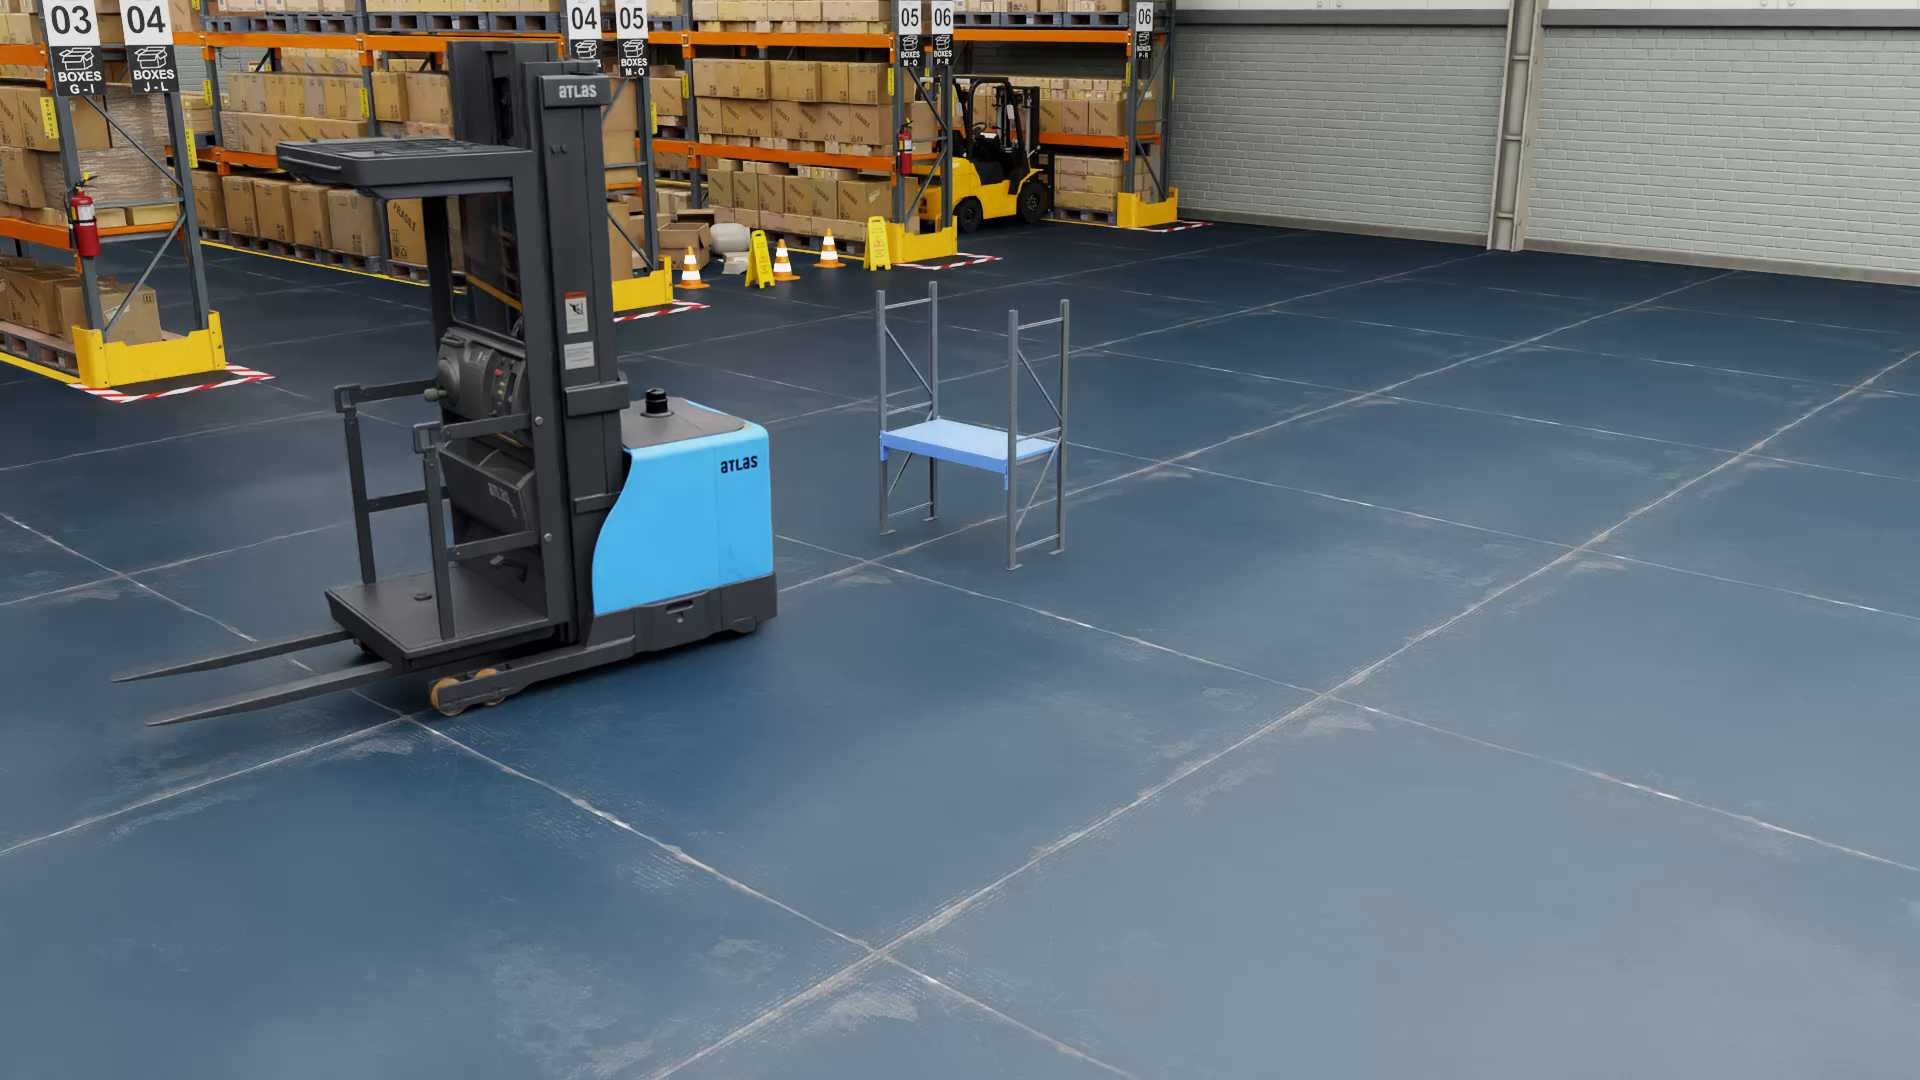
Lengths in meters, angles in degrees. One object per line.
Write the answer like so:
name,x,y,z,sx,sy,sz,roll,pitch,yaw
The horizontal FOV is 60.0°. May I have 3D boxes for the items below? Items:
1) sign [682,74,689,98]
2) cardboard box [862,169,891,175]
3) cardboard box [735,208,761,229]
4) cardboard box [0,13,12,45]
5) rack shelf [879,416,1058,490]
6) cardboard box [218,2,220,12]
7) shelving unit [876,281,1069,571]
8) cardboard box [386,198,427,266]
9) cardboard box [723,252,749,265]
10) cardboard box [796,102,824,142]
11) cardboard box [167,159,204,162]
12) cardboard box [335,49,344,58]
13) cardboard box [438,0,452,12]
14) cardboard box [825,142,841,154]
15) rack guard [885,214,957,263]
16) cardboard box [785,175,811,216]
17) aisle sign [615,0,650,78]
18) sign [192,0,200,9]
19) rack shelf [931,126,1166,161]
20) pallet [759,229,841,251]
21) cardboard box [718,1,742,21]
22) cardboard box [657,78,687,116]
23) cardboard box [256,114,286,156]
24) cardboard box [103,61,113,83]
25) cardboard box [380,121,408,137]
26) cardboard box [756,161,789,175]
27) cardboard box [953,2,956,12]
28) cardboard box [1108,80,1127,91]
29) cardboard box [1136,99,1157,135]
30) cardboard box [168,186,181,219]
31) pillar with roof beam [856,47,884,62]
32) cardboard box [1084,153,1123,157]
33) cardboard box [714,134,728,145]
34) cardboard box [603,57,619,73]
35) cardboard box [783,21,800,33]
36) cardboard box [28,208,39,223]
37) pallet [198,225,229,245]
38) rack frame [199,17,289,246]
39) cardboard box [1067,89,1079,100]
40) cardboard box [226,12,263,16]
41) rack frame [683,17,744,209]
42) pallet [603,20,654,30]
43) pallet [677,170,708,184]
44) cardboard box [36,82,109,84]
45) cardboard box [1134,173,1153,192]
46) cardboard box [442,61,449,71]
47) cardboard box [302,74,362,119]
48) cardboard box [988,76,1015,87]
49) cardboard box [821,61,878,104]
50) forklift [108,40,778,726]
sign,-3.830,-6.336,23.204,0.005,0.325,0.100,15,23,39
cardboard box,-1.145,-6.363,28.433,0.625,0.625,0.875,15,23,39
cardboard box,-2.795,-4.516,23.234,0.500,0.250,0.500,17,24,42
cardboard box,-7.955,-4.363,14.189,0.500,0.250,0.500,15,23,40
rack shelf,0.064,-0.526,9.885,1.000,0.185,0.538,15,23,39
cardboard box,-9.522,-7.028,21.896,0.250,0.149,0.380,14,22,37
shelving unit,0.064,-0.698,9.831,1.048,1.500,0.538,15,23,39
cardboard box,-6.250,-3.816,19.995,0.875,0.875,0.875,15,23,40
cardboard box,-2.793,-3.555,21.067,0.380,0.149,0.250,-6,18,-18
cardboard box,-1.804,-5.546,21.973,0.500,0.500,0.500,15,23,39
cardboard box,-11.557,-5.544,24.821,0.500,0.250,0.500,16,24,42
cardboard box,-10.803,-8.611,29.396,0.250,0.149,0.380,14,23,38
cardboard box,-5.490,-5.873,18.255,0.250,0.149,0.380,15,23,40
cardboard box,-1.547,-5.141,21.769,0.250,0.149,0.380,16,23,40
rack guard,-0.529,-3.931,21.673,0.348,0.500,1.175,15,23,39
cardboard box,-2.010,-4.663,22.459,0.500,0.500,0.500,14,23,38
aisle sign,-3.430,-5.260,17.430,0.004,0.787,0.394,15,23,39
sign,-10.027,-7.127,21.798,0.005,0.325,0.100,15,23,39
rack shelf,1.324,-6.290,26.162,4.000,0.370,1.077,15,23,39
pallet,-2.021,-4.210,23.028,1.213,0.211,1.003,15,23,39
cardboard box,-2.925,-7.159,22.508,0.500,0.250,0.500,15,23,39
cardboard box,-3.962,-6.341,23.782,0.500,0.500,0.500,15,23,38
cardboard box,-8.750,-5.267,21.585,0.500,0.500,0.500,15,23,39
cardboard box,-13.189,-7.076,25.139,0.500,0.500,0.500,14,22,37
cardboard box,-6.390,-4.771,19.937,0.550,0.550,0.875,15,23,39
cardboard box,-2.559,-5.092,22.739,0.250,0.149,0.380,17,24,42
cardboard box,-0.038,-8.433,26.324,0.250,0.149,0.380,16,23,40
cardboard box,2.412,-6.754,24.706,0.250,0.149,0.380,15,23,39
cardboard box,2.634,-6.441,25.284,0.500,0.500,0.500,16,24,41
cardboard box,-11.124,-4.863,23.914,0.500,0.500,0.500,14,22,37
pillar with roof beam,-4.448,-9.665,25.690,0.400,9.000,9.100,15,23,39
cardboard box,2.210,-5.836,25.741,0.500,0.250,0.500,15,23,39
cardboard box,-3.218,-5.616,23.265,0.250,0.149,0.380,16,24,41
cardboard box,-7.093,-9.428,33.376,0.500,0.500,0.500,14,23,38
cardboard box,-2.103,-6.724,21.797,0.250,0.149,0.380,15,23,39
cardboard box,-7.985,-2.899,14.702,0.250,0.149,0.380,15,23,39
pallet,-10.249,-4.402,23.633,1.213,0.211,1.003,15,23,39
rack frame,-9.666,-5.574,22.715,0.127,3.000,1.000,15,23,39
cardboard box,1.832,-6.757,25.207,0.250,0.149,0.380,15,23,39
cardboard box,-9.916,-7.226,22.797,0.500,0.500,0.500,15,23,39
rack frame,-3.464,-5.911,23.777,0.127,3.000,1.000,15,23,39
pallet,-4.633,-7.607,24.473,1.003,0.211,1.213,15,23,39
pallet,-4.605,-6.912,31.542,1.213,0.211,1.003,15,23,39
cardboard box,-8.025,-3.906,15.149,0.500,0.500,0.500,15,23,39
cardboard box,2.606,-5.501,25.510,0.500,0.250,0.500,16,23,40
cardboard box,-8.146,-7.588,27.245,0.500,0.500,0.500,15,23,38
cardboard box,-7.813,-5.597,20.972,0.500,0.500,0.700,15,23,40
cardboard box,0.658,-7.200,26.110,0.250,0.149,0.380,15,23,38
cardboard box,-1.373,-5.930,21.528,0.500,0.500,0.700,15,23,40
forklift,-2.418,-0.776,7.711,3.031,2.935,1.130,-14,22,-36
